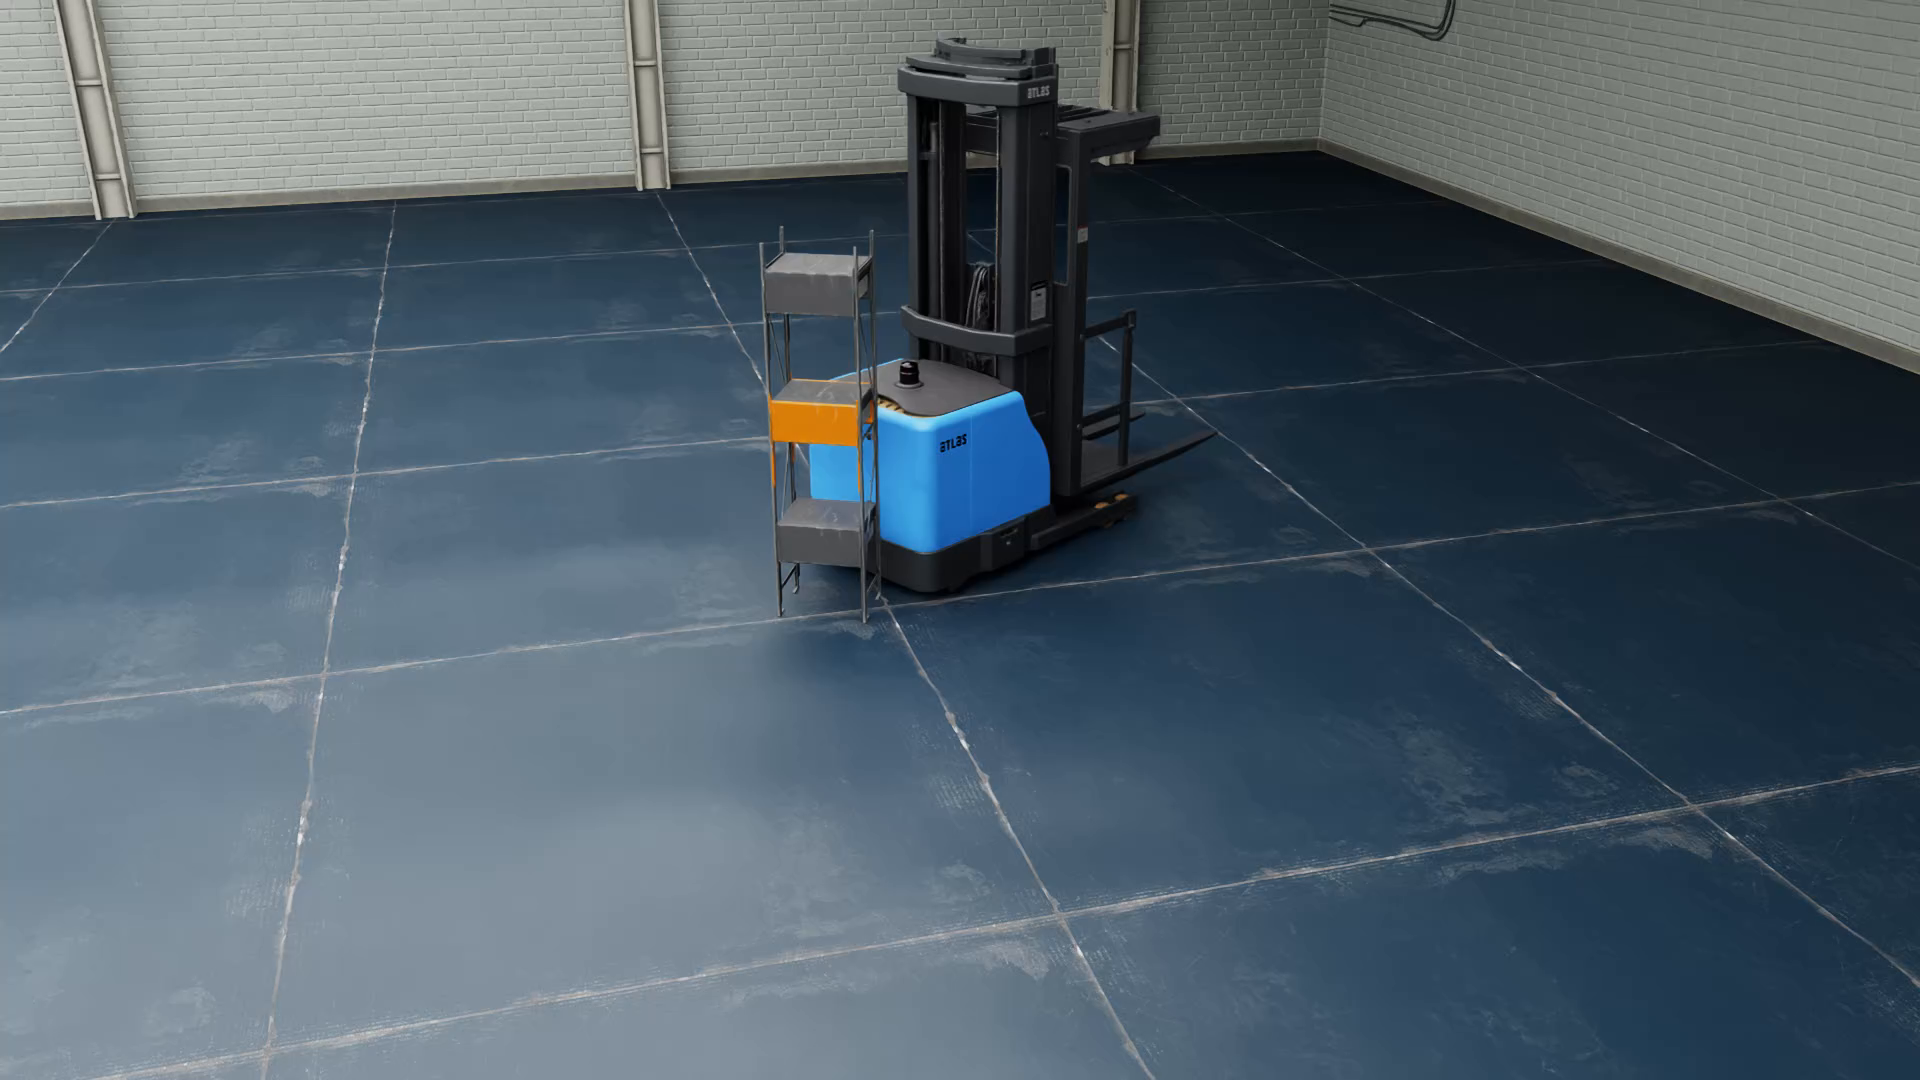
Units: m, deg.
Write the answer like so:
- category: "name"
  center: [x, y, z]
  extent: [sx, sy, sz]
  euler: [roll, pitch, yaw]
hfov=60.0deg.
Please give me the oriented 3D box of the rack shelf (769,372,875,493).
- category: "rack shelf"
  center: [-0.733, -0.585, 8.985]
  extent: [0.480, 0.518, 0.431]
  euler: [4, 24, 9]

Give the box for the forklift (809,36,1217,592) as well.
- category: "forklift"
  center: [0.480, -1.543, 10.129]
  extent: [1.130, 2.935, 3.031]
  euler: [21, 31, 39]

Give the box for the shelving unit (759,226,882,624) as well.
- category: "shelving unit"
  center: [-0.733, -0.598, 8.980]
  extent: [0.503, 2.100, 0.431]
  euler: [4, 24, 9]

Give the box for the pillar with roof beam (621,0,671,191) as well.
- category: "pillar with roof beam"
  center: [-2.575, -6.802, 14.689]
  extent: [0.400, 9.000, 9.100]
  euler: [-6, 24, -14]

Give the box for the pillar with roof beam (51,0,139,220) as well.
- category: "pillar with roof beam"
  center: [-8.352, -6.162, 13.200]
  extent: [0.400, 9.000, 9.100]
  euler: [-6, 24, -14]

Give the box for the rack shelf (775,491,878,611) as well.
- category: "rack shelf"
  center: [-0.732, 0.058, 9.261]
  extent: [0.480, 0.518, 0.431]
  euler: [4, 24, 9]

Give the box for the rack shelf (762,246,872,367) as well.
- category: "rack shelf"
  center: [-0.734, -1.229, 8.709]
  extent: [0.480, 0.518, 0.431]
  euler: [4, 24, 9]

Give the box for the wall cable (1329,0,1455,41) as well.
- category: "wall cable"
  center: [5.232, -7.460, 20.161]
  extent: [0.112, 2.526, 3.097]
  euler: [-6, 24, -14]

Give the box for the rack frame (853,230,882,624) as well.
- category: "rack frame"
  center: [-0.493, -0.581, 8.940]
  extent: [0.015, 2.100, 0.400]
  euler: [4, 24, 9]

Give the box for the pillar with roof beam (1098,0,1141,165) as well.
- category: "pillar with roof beam"
  center: [3.202, -7.441, 16.179]
  extent: [0.400, 9.000, 9.100]
  euler: [-6, 24, -14]

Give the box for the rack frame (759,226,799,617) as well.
- category: "rack frame"
  center: [-0.973, -0.615, 9.020]
  extent: [0.015, 2.100, 0.400]
  euler: [4, 24, 9]
